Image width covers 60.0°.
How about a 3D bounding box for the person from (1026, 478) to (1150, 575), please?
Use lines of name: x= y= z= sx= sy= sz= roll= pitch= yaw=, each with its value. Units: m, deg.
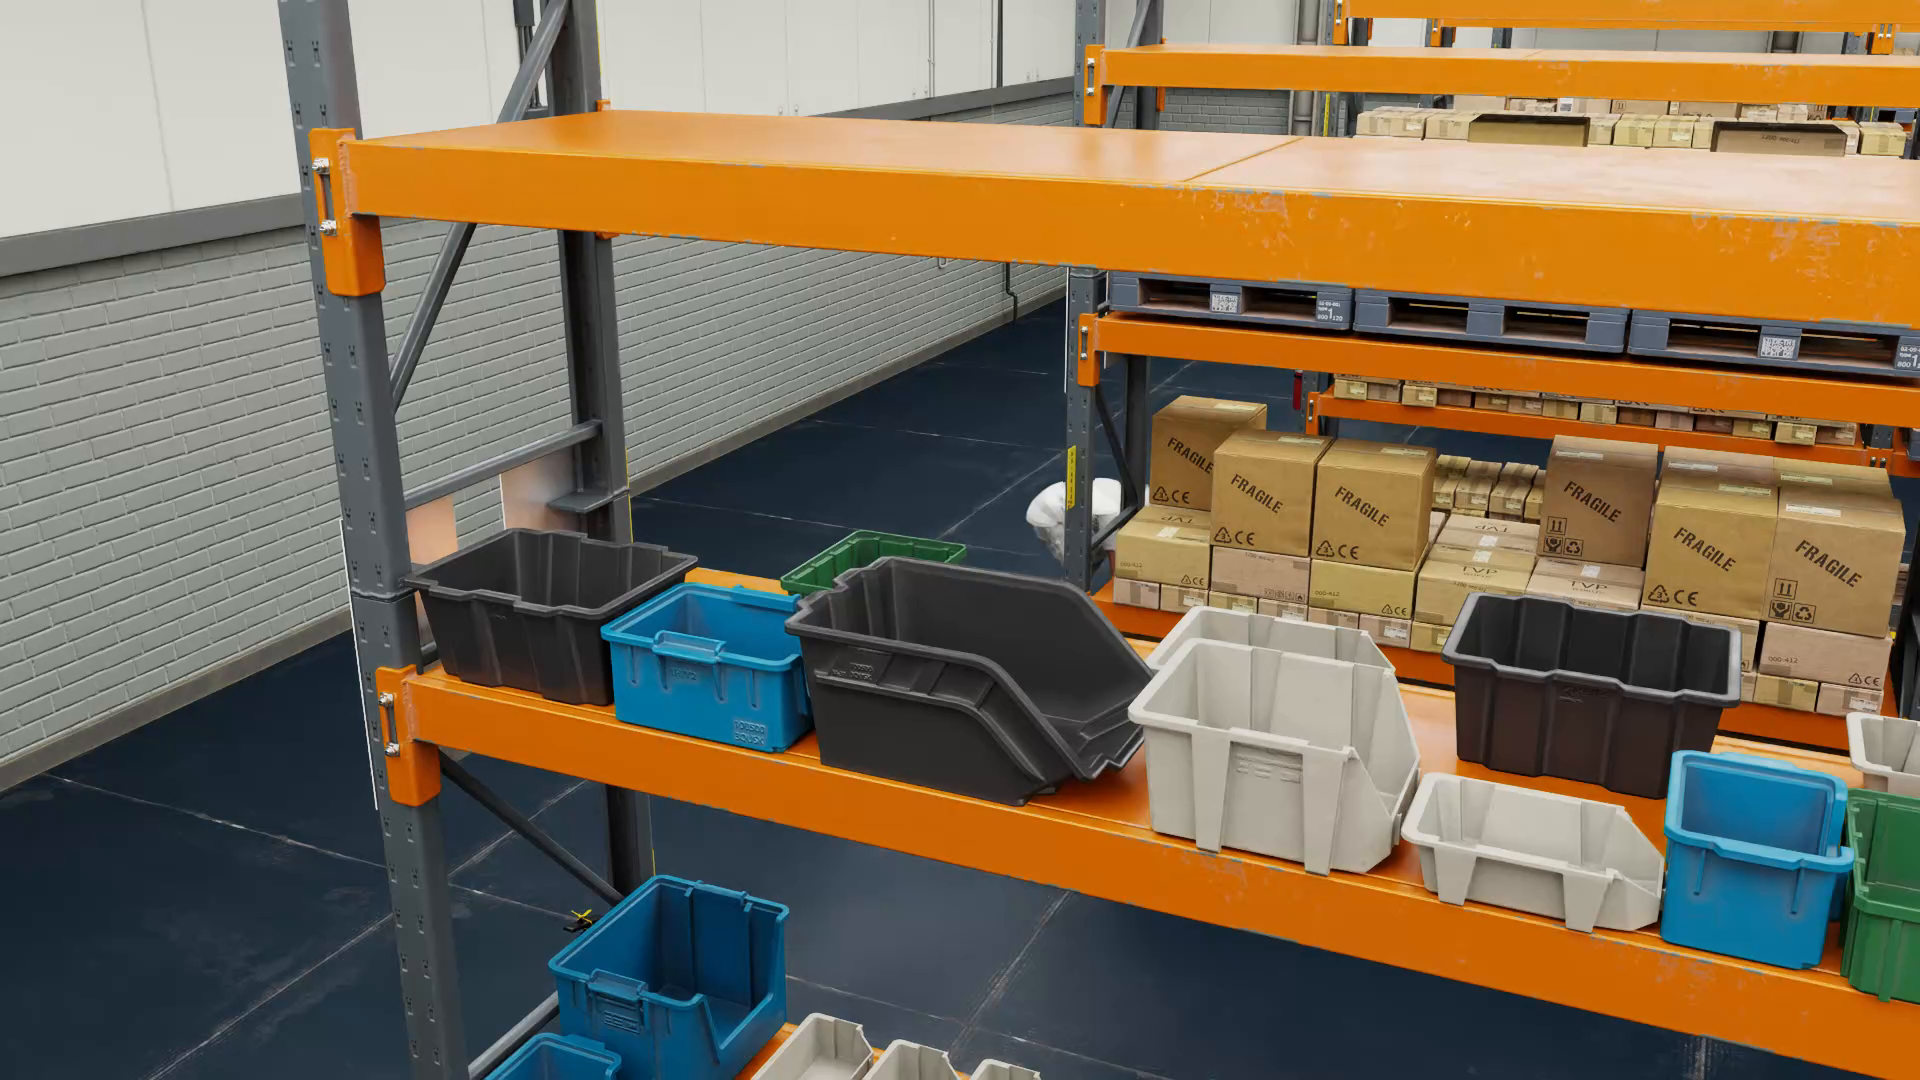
person: x=0.966 y=0.081 z=11.876 sx=0.978 sy=1.083 sz=0.521 roll=7 pitch=20 yaw=20
